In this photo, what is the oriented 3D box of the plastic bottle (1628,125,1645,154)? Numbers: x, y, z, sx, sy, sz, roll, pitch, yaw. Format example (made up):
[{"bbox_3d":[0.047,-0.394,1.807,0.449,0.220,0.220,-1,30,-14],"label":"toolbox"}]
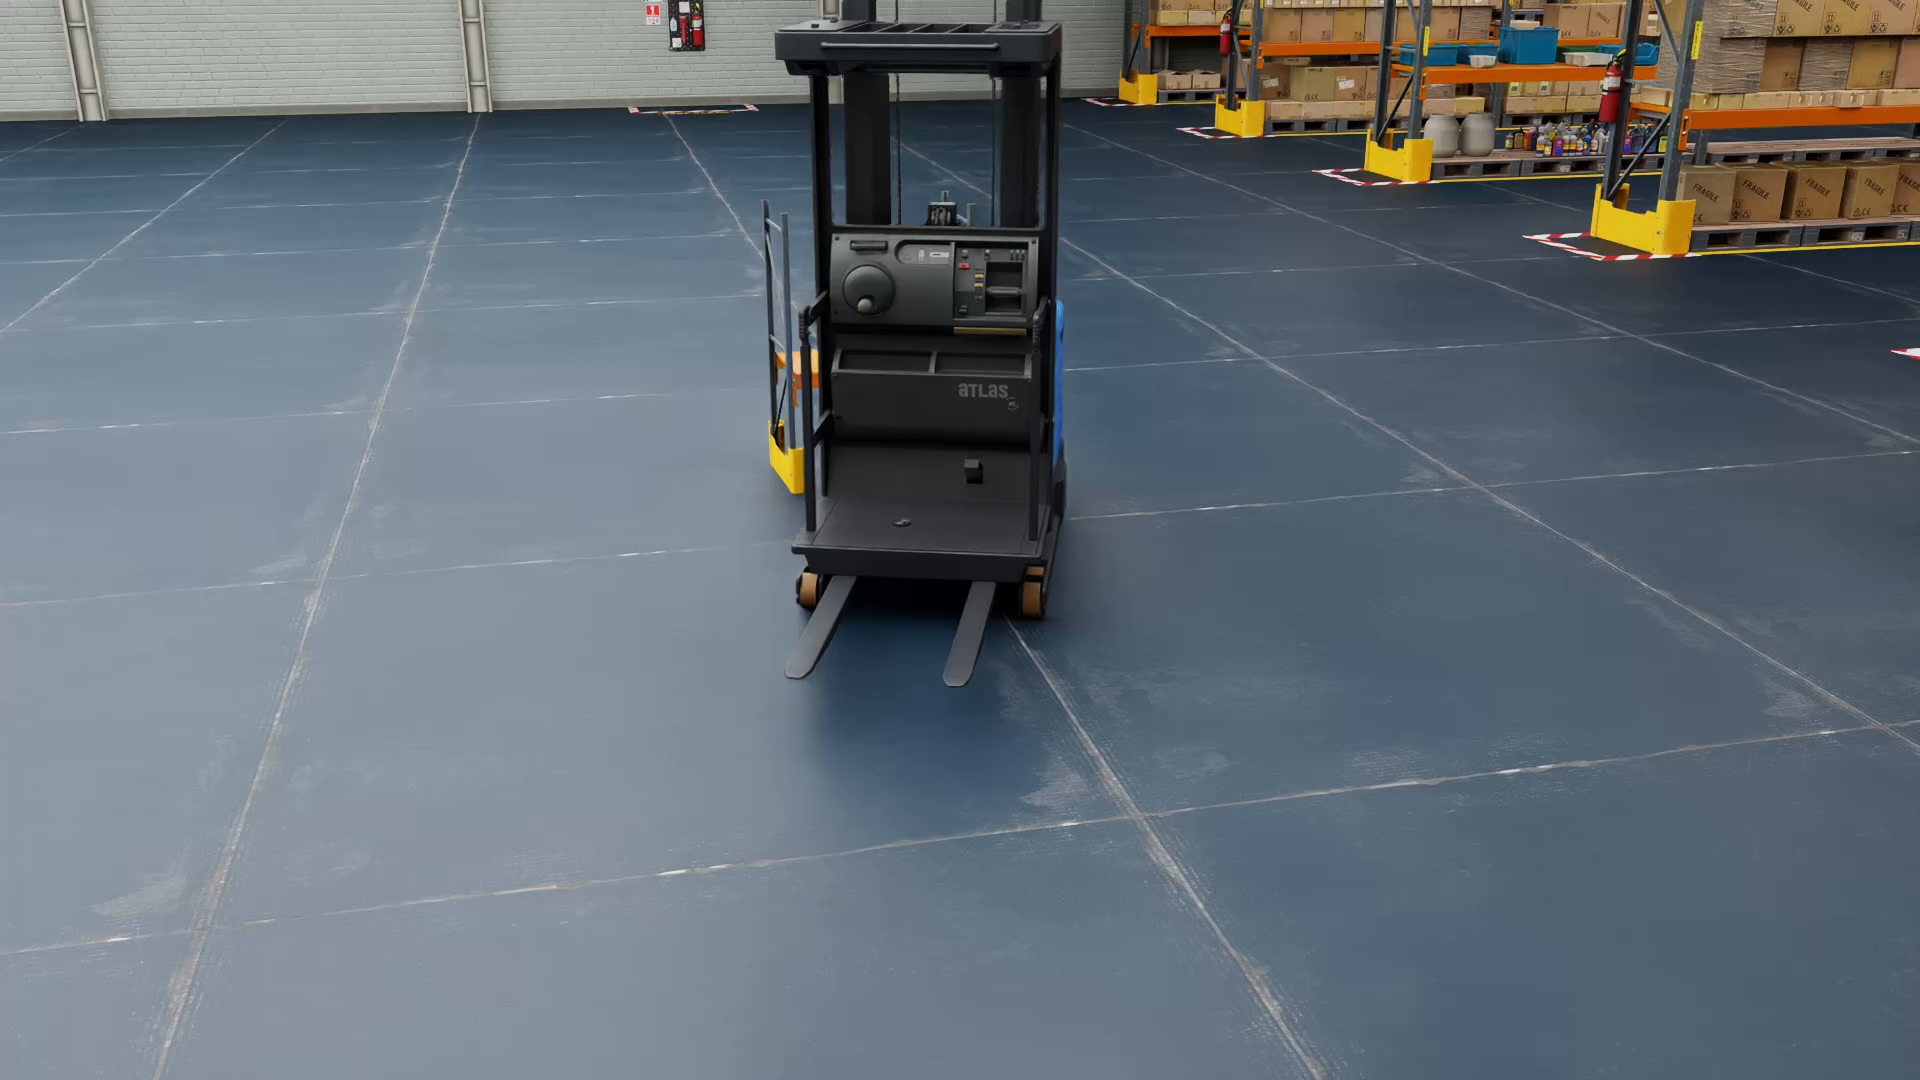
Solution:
[{"bbox_3d":[8.525,-5.058,20.973,0.185,0.351,0.144,-6,21,-15],"label":"plastic bottle"}]

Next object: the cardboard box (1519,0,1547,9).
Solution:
[{"bbox_3d":[10.430,-10.103,30.750,0.500,0.500,0.700,-7,21,-19],"label":"cardboard box"}]

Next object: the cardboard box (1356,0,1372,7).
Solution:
[{"bbox_3d":[5.928,-8.013,24.739,0.250,0.149,0.380,-5,21,-13],"label":"cardboard box"}]

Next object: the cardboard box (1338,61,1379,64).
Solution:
[{"bbox_3d":[6.154,-7.123,25.695,0.500,0.500,0.500,-5,21,-12],"label":"cardboard box"}]

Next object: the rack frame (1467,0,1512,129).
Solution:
[{"bbox_3d":[8.136,-7.916,25.564,0.127,3.000,1.000,-5,21,-12],"label":"rack frame"}]

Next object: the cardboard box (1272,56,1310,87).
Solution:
[{"bbox_3d":[5.992,-8.511,30.183,0.500,0.500,0.500,-6,21,-17],"label":"cardboard box"}]

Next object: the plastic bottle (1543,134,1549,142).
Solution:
[{"bbox_3d":[7.500,-5.107,21.325,0.097,0.201,0.097,0,20,0],"label":"plastic bottle"}]

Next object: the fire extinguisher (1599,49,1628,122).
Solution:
[{"bbox_3d":[6.302,-4.392,16.056,0.183,0.674,0.296,-5,21,-12],"label":"fire extinguisher"}]

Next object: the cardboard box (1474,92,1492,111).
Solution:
[{"bbox_3d":[8.473,-6.952,26.319,0.500,0.250,0.500,-5,21,-13],"label":"cardboard box"}]

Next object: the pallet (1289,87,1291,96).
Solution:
[{"bbox_3d":[6.347,-8.200,30.392,1.213,0.211,1.003,-5,21,-12],"label":"pallet"}]

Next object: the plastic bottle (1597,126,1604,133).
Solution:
[{"bbox_3d":[8.278,-5.206,21.493,0.097,0.271,0.097,0,20,0],"label":"plastic bottle"}]

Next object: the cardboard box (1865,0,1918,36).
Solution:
[{"bbox_3d":[8.577,-5.010,15.600,0.500,0.500,0.500,-5,21,-12],"label":"cardboard box"}]

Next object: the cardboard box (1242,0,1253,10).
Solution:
[{"bbox_3d":[5.121,-9.605,29.273,0.500,0.500,0.500,-4,20,-11],"label":"cardboard box"}]

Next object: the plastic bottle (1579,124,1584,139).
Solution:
[{"bbox_3d":[8.038,-5.250,21.594,0.133,0.283,0.061,-4,20,-10],"label":"plastic bottle"}]

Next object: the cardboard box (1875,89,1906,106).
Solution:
[{"bbox_3d":[8.808,-4.253,15.928,0.250,0.149,0.380,-5,21,-12],"label":"cardboard box"}]

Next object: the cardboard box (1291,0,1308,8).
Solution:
[{"bbox_3d":[4.931,-7.932,24.518,0.250,0.149,0.380,-5,21,-14],"label":"cardboard box"}]

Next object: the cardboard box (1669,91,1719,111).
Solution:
[{"bbox_3d":[6.852,-4.108,15.533,0.250,0.149,0.380,-5,21,-12],"label":"cardboard box"}]

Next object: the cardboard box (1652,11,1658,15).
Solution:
[{"bbox_3d":[13.007,-9.874,31.245,0.250,0.149,0.380,-4,20,-11],"label":"cardboard box"}]

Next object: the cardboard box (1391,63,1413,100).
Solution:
[{"bbox_3d":[6.760,-6.988,25.327,0.500,0.500,0.500,-5,21,-12],"label":"cardboard box"}]

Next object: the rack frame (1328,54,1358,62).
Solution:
[{"bbox_3d":[6.993,-9.574,30.089,0.127,3.000,1.000,-5,21,-12],"label":"rack frame"}]

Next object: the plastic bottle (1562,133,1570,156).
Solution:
[{"bbox_3d":[7.550,-4.933,20.747,0.097,0.271,0.097,0,20,0],"label":"plastic bottle"}]

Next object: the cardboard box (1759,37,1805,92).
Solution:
[{"bbox_3d":[7.520,-4.584,15.889,0.500,0.500,0.875,-5,21,-12],"label":"cardboard box"}]

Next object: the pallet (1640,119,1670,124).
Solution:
[{"bbox_3d":[11.219,-6.871,26.765,1.213,0.211,1.003,-5,21,-12],"label":"pallet"}]

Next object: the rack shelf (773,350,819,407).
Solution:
[{"bbox_3d":[-0.493,-0.936,9.212,1.000,0.185,0.538,-6,21,-17],"label":"rack shelf"}]

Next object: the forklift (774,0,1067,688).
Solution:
[{"bbox_3d":[-0.138,-1.154,7.202,1.130,2.935,3.031,2,20,7],"label":"forklift"}]

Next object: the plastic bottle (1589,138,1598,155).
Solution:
[{"bbox_3d":[7.943,-4.932,20.846,0.097,0.201,0.097,0,20,0],"label":"plastic bottle"}]

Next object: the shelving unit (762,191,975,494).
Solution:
[{"bbox_3d":[-0.484,-1.106,9.153,1.083,1.500,0.587,-6,21,-17],"label":"shelving unit"}]

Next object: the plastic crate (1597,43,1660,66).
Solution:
[{"bbox_3d":[8.258,-6.009,20.575,0.616,0.251,0.499,-5,21,-12],"label":"plastic crate"}]

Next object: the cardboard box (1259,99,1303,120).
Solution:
[{"bbox_3d":[4.817,-6.473,25.013,0.500,0.250,0.500,-5,21,-12],"label":"cardboard box"}]

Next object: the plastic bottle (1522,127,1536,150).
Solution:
[{"bbox_3d":[7.318,-5.172,21.392,0.135,0.276,0.152,-4,21,-12],"label":"plastic bottle"}]

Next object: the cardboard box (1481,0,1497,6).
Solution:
[{"bbox_3d":[7.921,-8.174,25.180,0.250,0.149,0.380,-5,21,-13],"label":"cardboard box"}]

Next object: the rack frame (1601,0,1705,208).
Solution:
[{"bbox_3d":[6.520,-4.283,15.646,0.127,3.000,1.000,-5,21,-12],"label":"rack frame"}]

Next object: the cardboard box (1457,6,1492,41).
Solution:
[{"bbox_3d":[7.706,-7.926,25.445,0.500,0.500,0.700,-5,21,-14],"label":"cardboard box"}]

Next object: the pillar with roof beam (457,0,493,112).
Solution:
[{"bbox_3d":[-7.105,-10.028,22.608,0.400,9.000,9.100,-5,21,-12],"label":"pillar with roof beam"}]

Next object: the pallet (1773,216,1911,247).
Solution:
[{"bbox_3d":[8.577,-3.128,16.546,1.213,0.211,1.003,-5,21,-12],"label":"pallet"}]

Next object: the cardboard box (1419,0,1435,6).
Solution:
[{"bbox_3d":[6.930,-8.094,24.962,0.250,0.149,0.380,-5,21,-13],"label":"cardboard box"}]

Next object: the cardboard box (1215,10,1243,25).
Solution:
[{"bbox_3d":[4.647,-9.213,29.293,0.500,0.250,0.500,-5,21,-13],"label":"cardboard box"}]

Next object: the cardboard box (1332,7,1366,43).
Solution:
[{"bbox_3d":[5.695,-7.760,24.991,0.500,0.500,0.700,-5,21,-12],"label":"cardboard box"}]

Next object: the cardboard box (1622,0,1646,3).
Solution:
[{"bbox_3d":[12.412,-10.117,30.964,0.500,0.500,0.500,-5,21,-13],"label":"cardboard box"}]

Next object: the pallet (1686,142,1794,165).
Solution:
[{"bbox_3d":[10.028,-5.023,21.721,1.213,0.211,1.003,-5,21,-12],"label":"pallet"}]

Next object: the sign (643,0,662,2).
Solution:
[{"bbox_3d":[-5.226,-9.198,28.242,0.331,0.109,0.001,-5,21,-12],"label":"sign"}]

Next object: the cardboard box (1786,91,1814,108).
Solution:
[{"bbox_3d":[7.830,-4.180,15.731,0.250,0.149,0.380,-5,21,-12],"label":"cardboard box"}]

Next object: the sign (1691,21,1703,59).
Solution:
[{"bbox_3d":[6.645,-4.508,15.002,0.005,0.325,0.100,-5,21,-12],"label":"sign"}]

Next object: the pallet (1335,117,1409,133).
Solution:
[{"bbox_3d":[6.163,-6.460,25.643,1.213,0.211,1.003,-5,21,-12],"label":"pallet"}]

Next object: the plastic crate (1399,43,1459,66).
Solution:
[{"bbox_3d":[5.798,-6.011,20.579,0.616,0.251,0.499,-5,21,-12],"label":"plastic crate"}]

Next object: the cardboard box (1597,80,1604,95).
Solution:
[{"bbox_3d":[10.092,-7.157,26.063,0.500,0.311,0.500,-4,21,-11],"label":"cardboard box"}]

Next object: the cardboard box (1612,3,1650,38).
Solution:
[{"bbox_3d":[10.400,-8.141,26.033,0.500,0.500,0.500,-6,21,-15],"label":"cardboard box"}]

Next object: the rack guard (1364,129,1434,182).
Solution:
[{"bbox_3d":[5.443,-4.789,20.662,0.348,0.500,1.175,-5,21,-12],"label":"rack guard"}]

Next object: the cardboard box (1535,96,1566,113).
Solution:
[{"bbox_3d":[9.084,-6.811,25.934,0.500,0.250,0.500,-4,21,-11],"label":"cardboard box"}]

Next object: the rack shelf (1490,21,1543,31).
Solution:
[{"bbox_3d":[8.939,-9.394,30.645,4.000,0.370,1.077,-5,21,-12],"label":"rack shelf"}]

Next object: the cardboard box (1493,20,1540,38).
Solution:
[{"bbox_3d":[8.605,-7.899,25.736,0.500,0.250,0.500,-3,20,-9],"label":"cardboard box"}]

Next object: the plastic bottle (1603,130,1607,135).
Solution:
[{"bbox_3d":[8.163,-5.033,21.002,0.133,0.283,0.061,-5,21,-12],"label":"plastic bottle"}]

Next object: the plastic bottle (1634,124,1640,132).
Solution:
[{"bbox_3d":[8.862,-5.305,21.762,0.097,0.271,0.097,0,20,0],"label":"plastic bottle"}]

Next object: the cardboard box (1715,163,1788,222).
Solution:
[{"bbox_3d":[7.705,-3.409,16.284,0.500,0.500,0.500,1,20,2],"label":"cardboard box"}]

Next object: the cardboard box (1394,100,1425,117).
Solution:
[{"bbox_3d":[6.763,-6.631,25.444,0.500,0.250,0.500,-5,21,-12],"label":"cardboard box"}]
